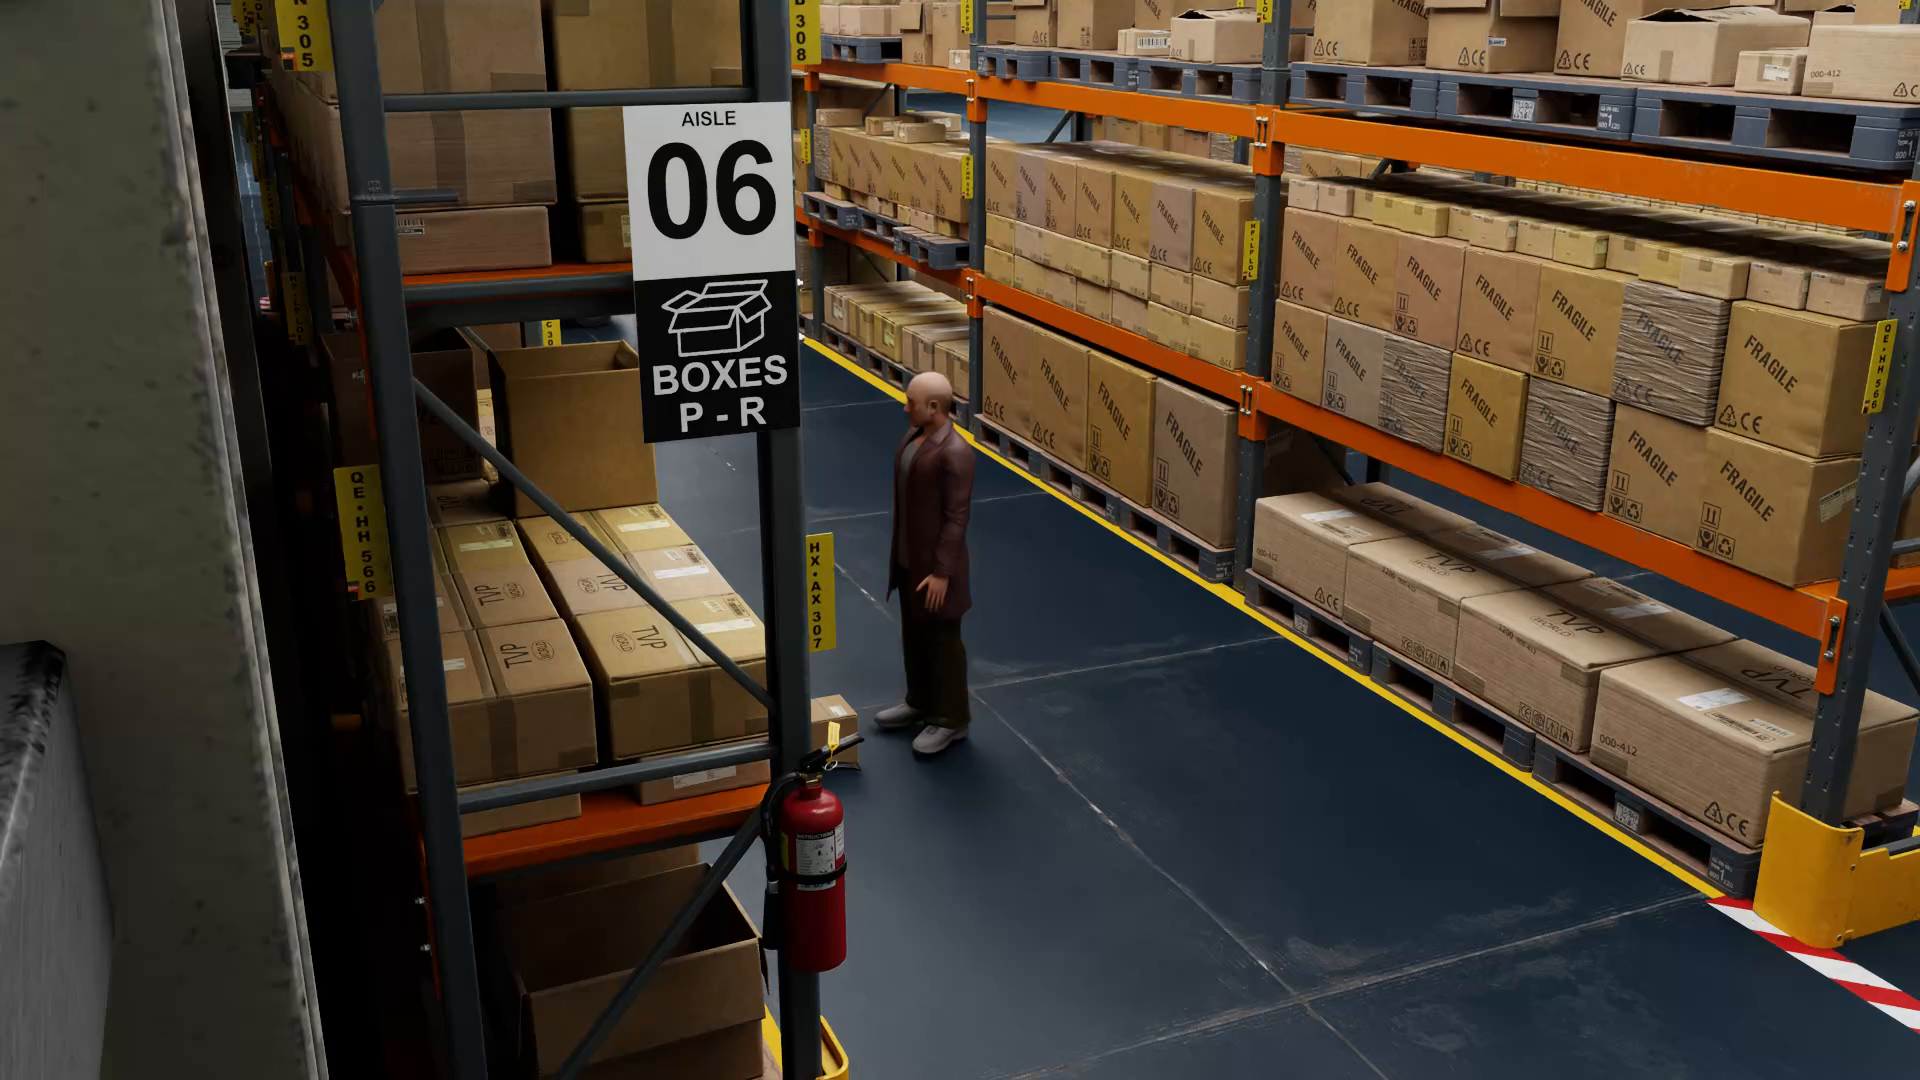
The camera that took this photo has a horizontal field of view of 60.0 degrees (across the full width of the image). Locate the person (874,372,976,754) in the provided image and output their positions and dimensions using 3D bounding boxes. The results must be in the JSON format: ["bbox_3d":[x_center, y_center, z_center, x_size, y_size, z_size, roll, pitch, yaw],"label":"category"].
[{"bbox_3d":[-0.153,0.096,7.730,0.373,1.783,0.601,-10,21,-27],"label":"person"}]
